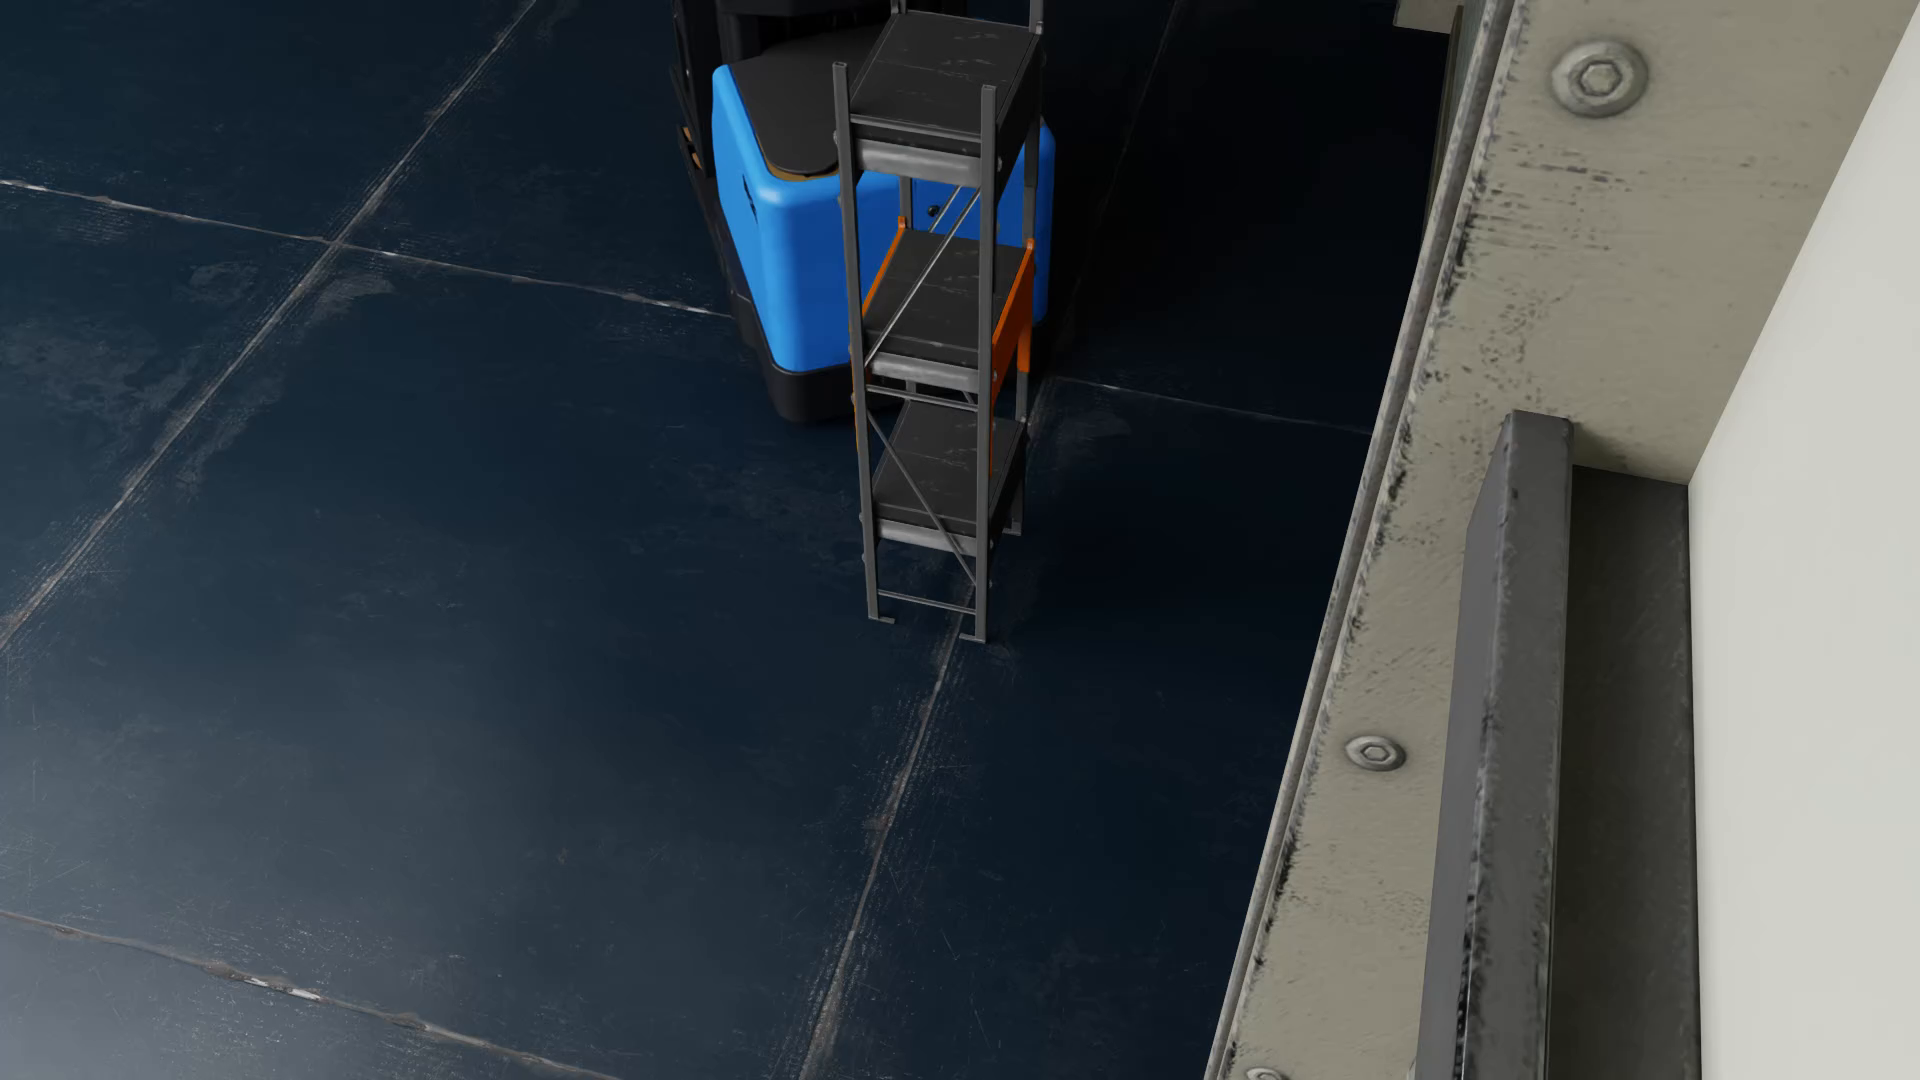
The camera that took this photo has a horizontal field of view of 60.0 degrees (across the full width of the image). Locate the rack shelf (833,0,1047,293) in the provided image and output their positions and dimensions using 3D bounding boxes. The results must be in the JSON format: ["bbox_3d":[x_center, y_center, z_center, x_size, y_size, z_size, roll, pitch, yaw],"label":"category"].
[{"bbox_3d":[-0.044,-1.029,4.342,0.431,0.518,0.480,12,50,10],"label":"rack shelf"}]

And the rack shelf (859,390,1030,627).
[{"bbox_3d":[-0.044,-0.103,5.392,0.431,0.518,0.480,12,50,10],"label":"rack shelf"}]

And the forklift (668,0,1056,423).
[{"bbox_3d":[-0.582,-2.526,6.025,1.130,2.935,3.031,-13,50,-11],"label":"forklift"}]

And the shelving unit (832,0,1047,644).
[{"bbox_3d":[-0.044,-0.575,4.857,0.431,2.100,0.503,12,50,10],"label":"shelving unit"}]

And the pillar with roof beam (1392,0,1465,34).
[{"bbox_3d":[-1.895,-6.388,5.386,9.100,9.000,0.400,12,50,10],"label":"pillar with roof beam"}]

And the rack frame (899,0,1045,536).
[{"bbox_3d":[0.021,-0.752,5.013,0.400,2.100,0.015,12,50,10],"label":"rack frame"}]

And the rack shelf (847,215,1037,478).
[{"bbox_3d":[-0.044,-0.566,4.867,0.431,0.518,0.480,12,50,10],"label":"rack shelf"}]

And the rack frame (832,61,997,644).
[{"bbox_3d":[-0.108,-0.399,4.701,0.400,2.100,0.015,12,50,10],"label":"rack frame"}]
